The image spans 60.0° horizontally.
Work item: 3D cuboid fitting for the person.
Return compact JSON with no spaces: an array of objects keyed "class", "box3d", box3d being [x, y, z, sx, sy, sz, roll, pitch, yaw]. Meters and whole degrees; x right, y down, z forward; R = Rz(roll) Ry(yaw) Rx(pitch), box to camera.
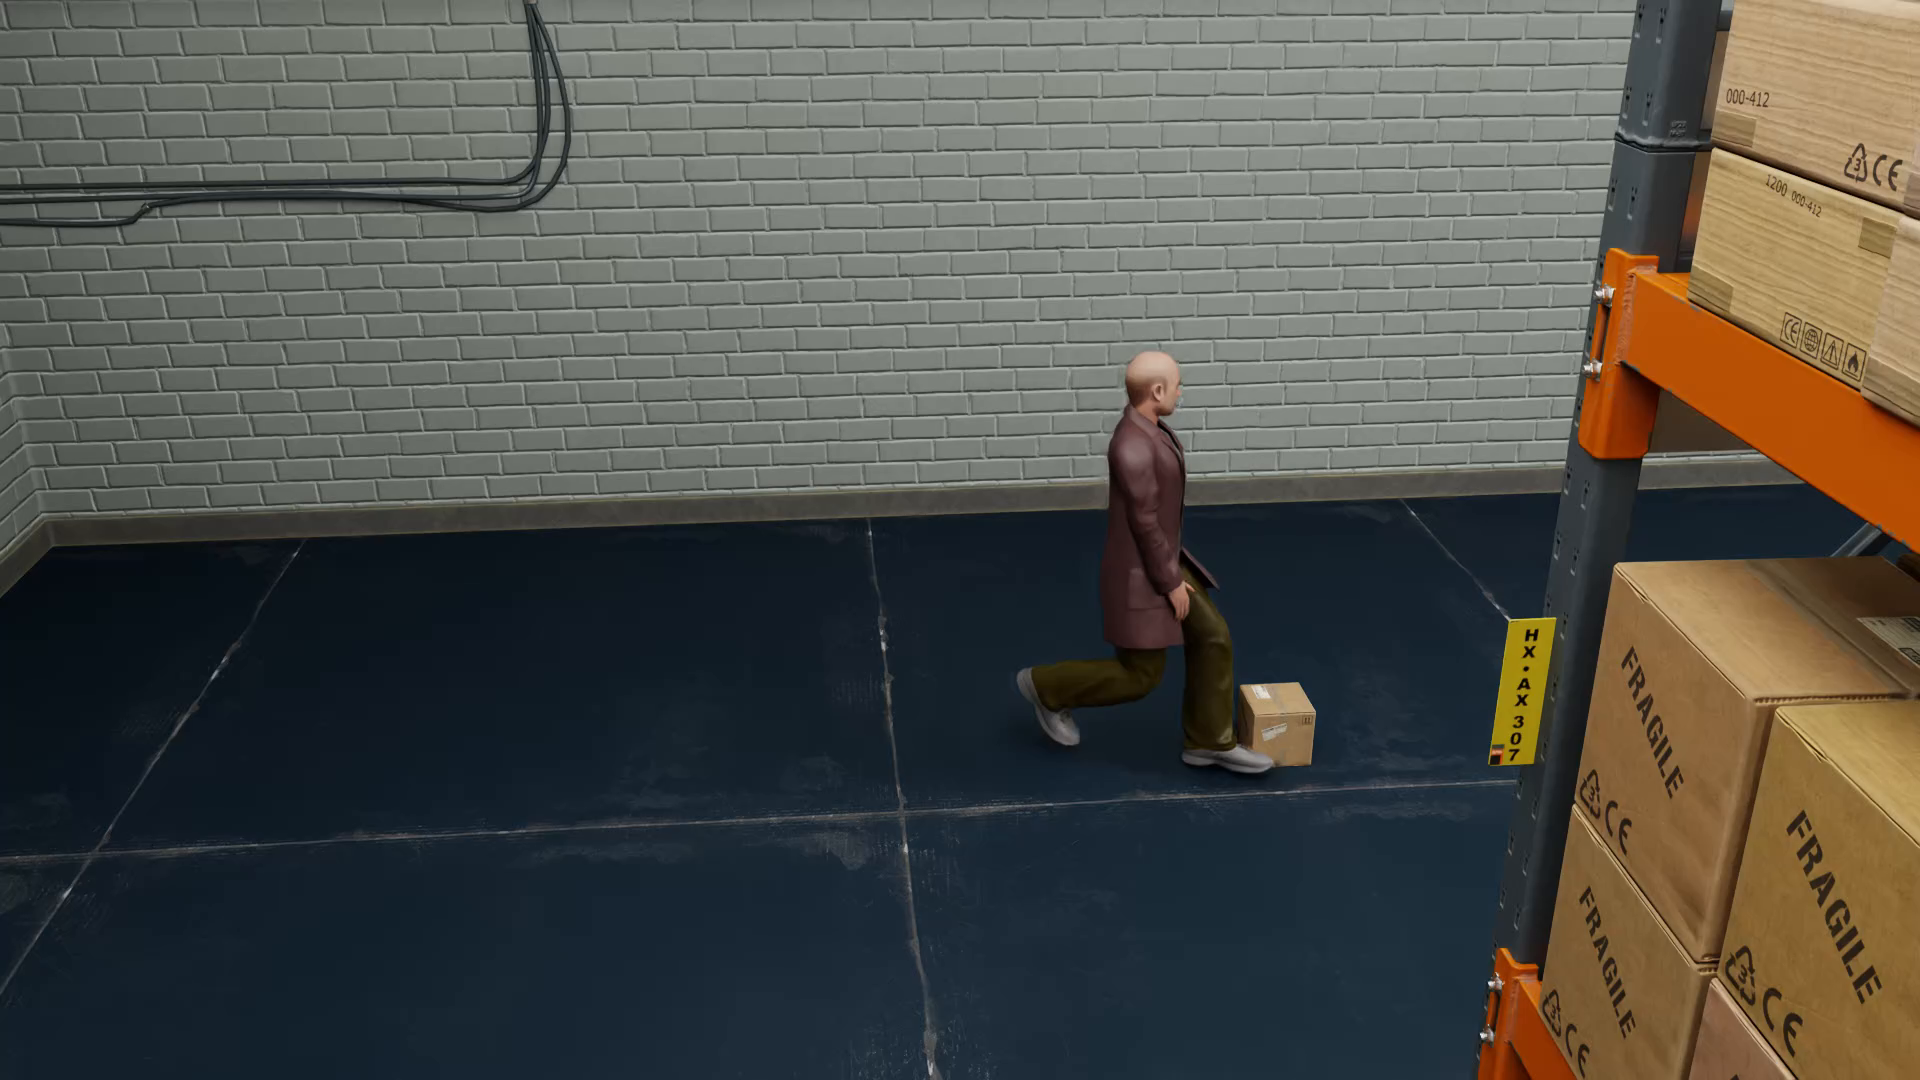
[{"class":"person","box3d":[0.756,0.100,6.478,1.049,1.691,0.588,6,24,15]}]
